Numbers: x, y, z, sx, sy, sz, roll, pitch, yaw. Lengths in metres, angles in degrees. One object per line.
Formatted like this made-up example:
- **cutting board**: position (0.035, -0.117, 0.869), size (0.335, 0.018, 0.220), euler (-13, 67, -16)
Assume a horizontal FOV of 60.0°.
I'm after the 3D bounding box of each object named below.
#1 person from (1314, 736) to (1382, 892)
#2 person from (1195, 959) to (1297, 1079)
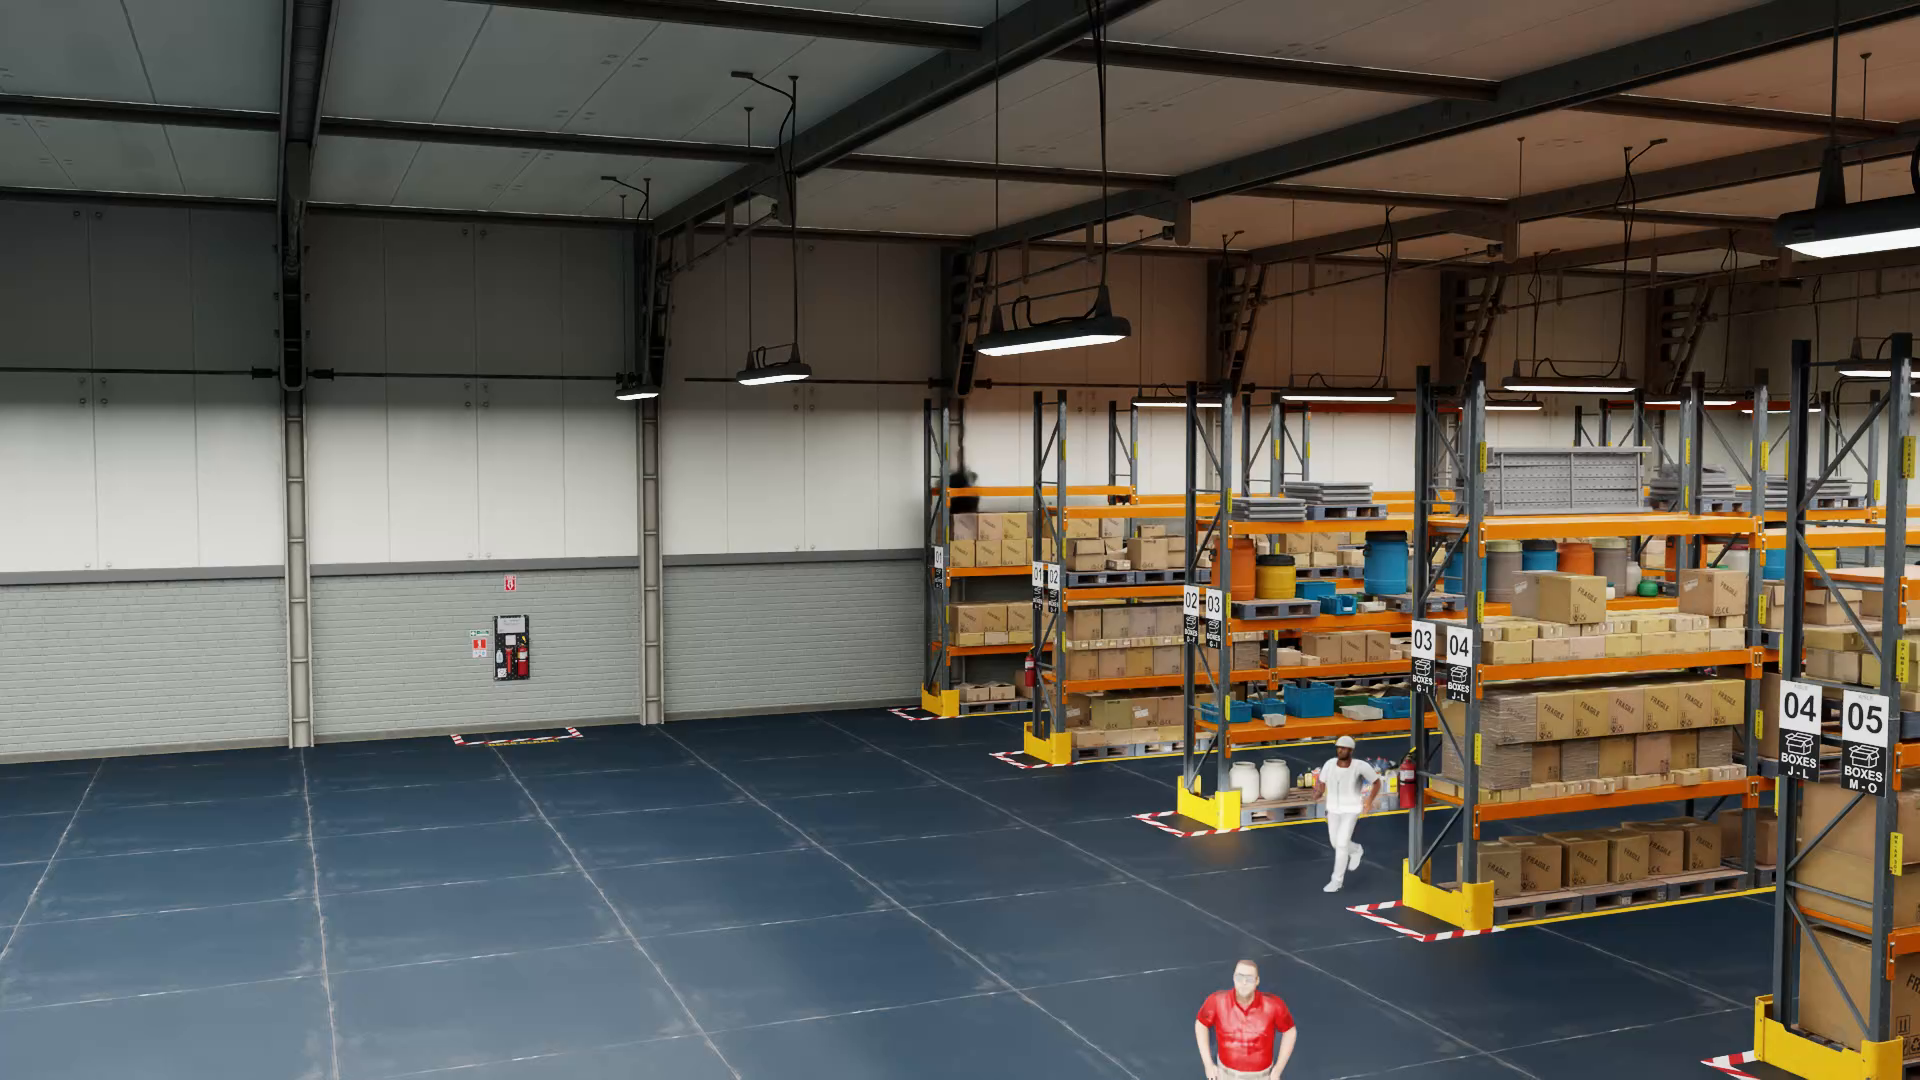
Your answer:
- **person**: position (4.484, 3.144, 19.332), size (0.712, 1.755, 0.921), euler (3, 4, 41)
- **person**: position (1.940, 3.665, 11.313), size (0.686, 1.702, 0.719), euler (1, 3, 14)
